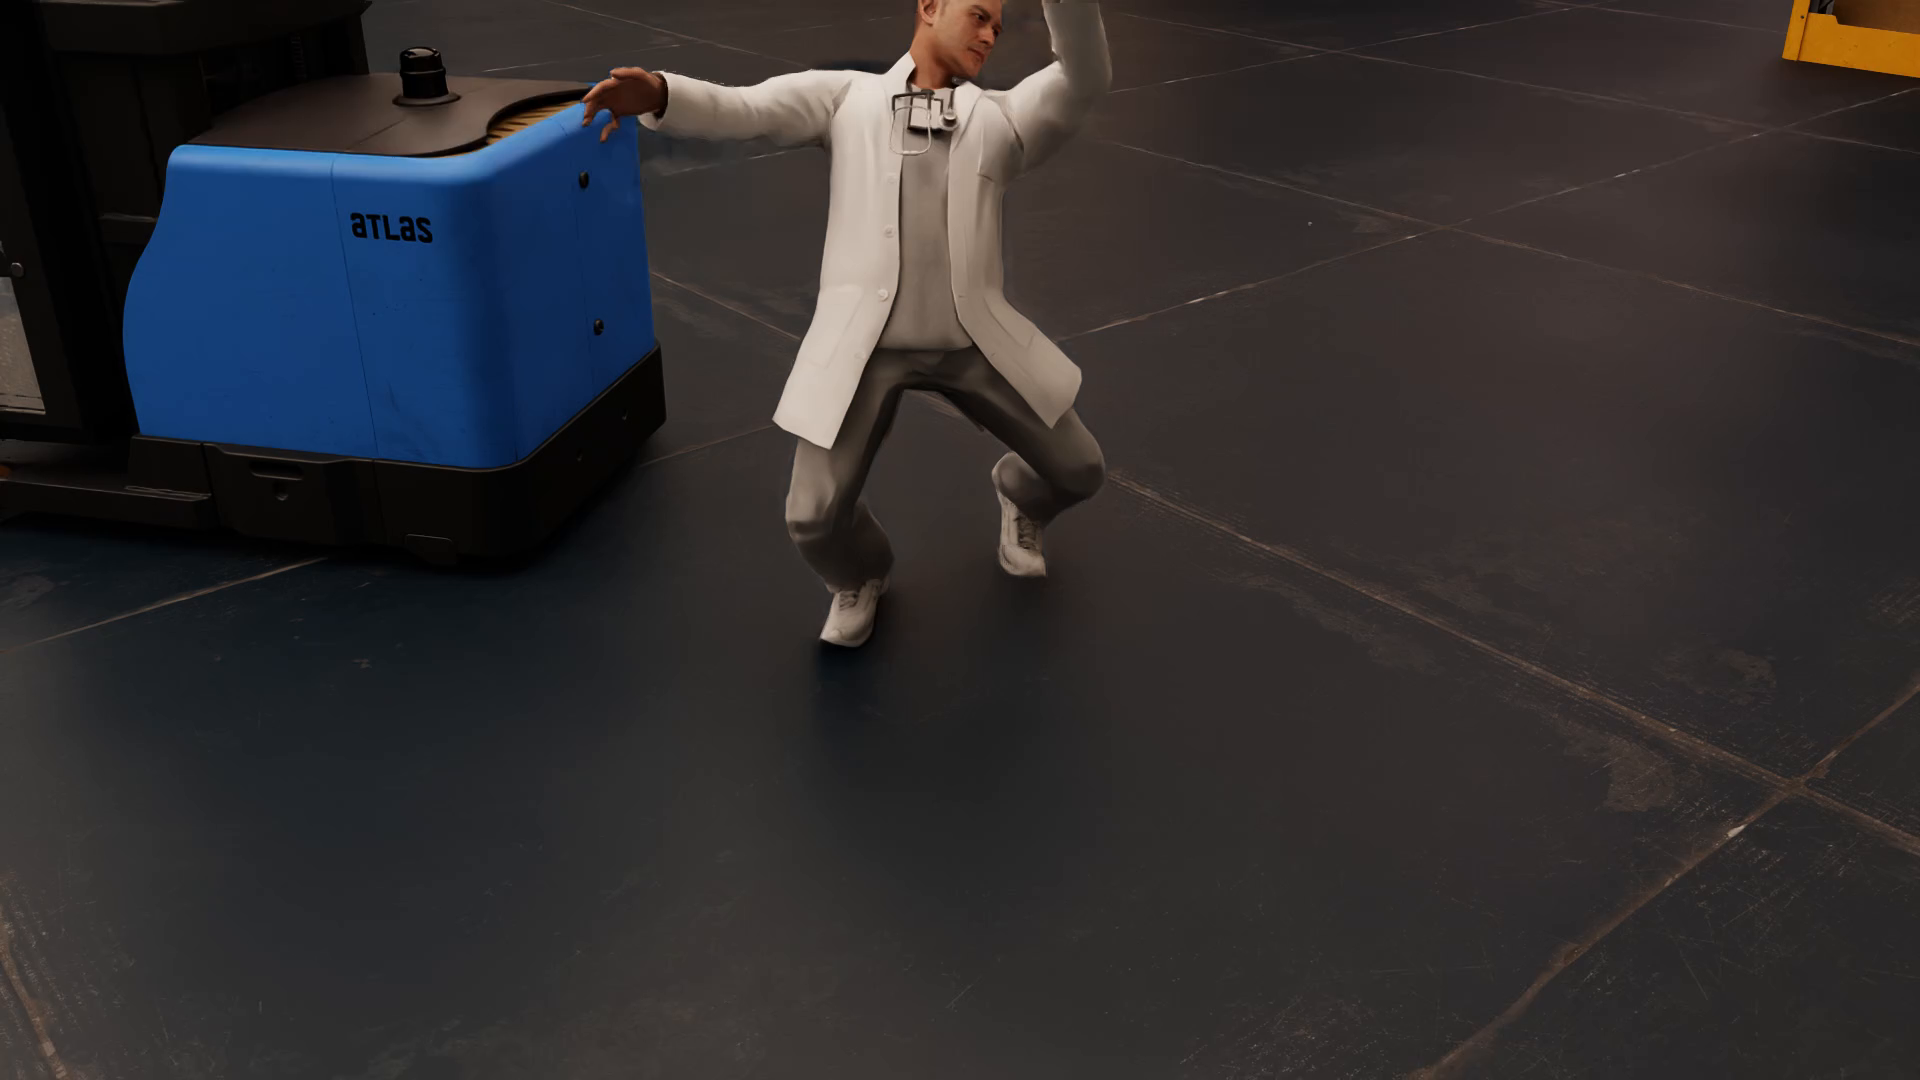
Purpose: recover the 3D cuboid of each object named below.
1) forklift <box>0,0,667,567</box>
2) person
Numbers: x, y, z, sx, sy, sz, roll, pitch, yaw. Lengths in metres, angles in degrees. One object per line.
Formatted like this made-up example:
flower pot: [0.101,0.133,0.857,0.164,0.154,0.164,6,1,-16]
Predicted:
forklift: [-2.470,-1.577,4.381,3.031,2.935,1.130,6,27,12]
person: [-0.240,-0.534,3.701,1.108,1.651,0.688,-7,27,-13]
